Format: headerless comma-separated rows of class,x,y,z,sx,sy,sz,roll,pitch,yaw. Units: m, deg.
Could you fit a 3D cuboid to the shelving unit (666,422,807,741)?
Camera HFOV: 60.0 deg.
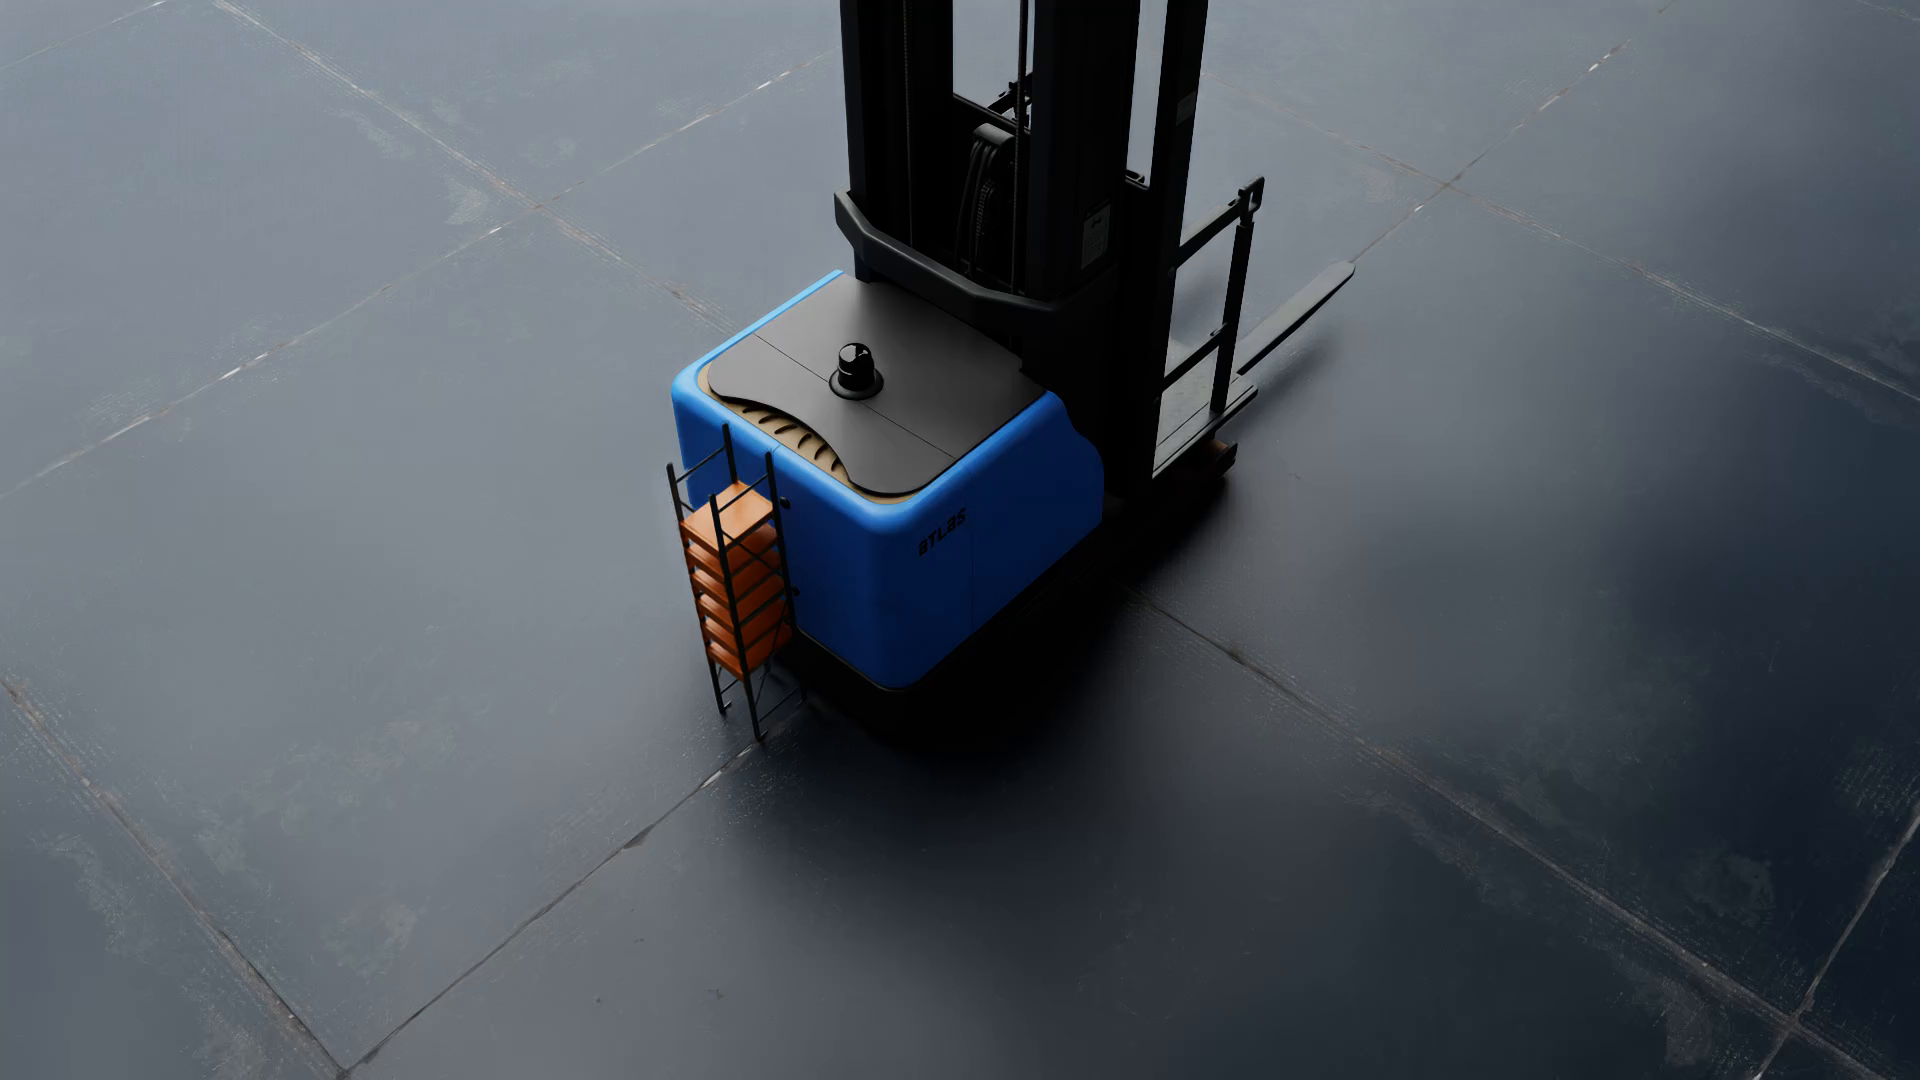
shelving unit,-0.688,0.165,5.267,0.189,1.200,0.258,33,57,27

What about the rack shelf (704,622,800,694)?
rack shelf,-0.682,0.355,5.478,0.180,0.103,0.258,33,57,27

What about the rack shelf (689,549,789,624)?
rack shelf,-0.690,0.114,5.210,0.180,0.103,0.258,33,57,27

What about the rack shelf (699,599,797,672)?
rack shelf,-0.685,0.275,5.389,0.180,0.103,0.258,33,57,27

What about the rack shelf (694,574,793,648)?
rack shelf,-0.687,0.195,5.300,0.180,0.103,0.258,33,57,27

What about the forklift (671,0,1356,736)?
forklift,0.419,-1.346,5.504,1.130,2.935,3.031,33,55,27

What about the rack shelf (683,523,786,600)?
rack shelf,-0.692,0.034,5.121,0.180,0.103,0.258,33,57,27

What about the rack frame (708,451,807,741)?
rack frame,-0.620,0.210,5.225,0.006,1.200,0.240,33,57,27

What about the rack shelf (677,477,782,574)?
rack shelf,-0.695,-0.046,5.032,0.180,0.103,0.258,33,57,27

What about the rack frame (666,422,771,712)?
rack frame,-0.756,0.120,5.309,0.006,1.200,0.240,33,57,27
